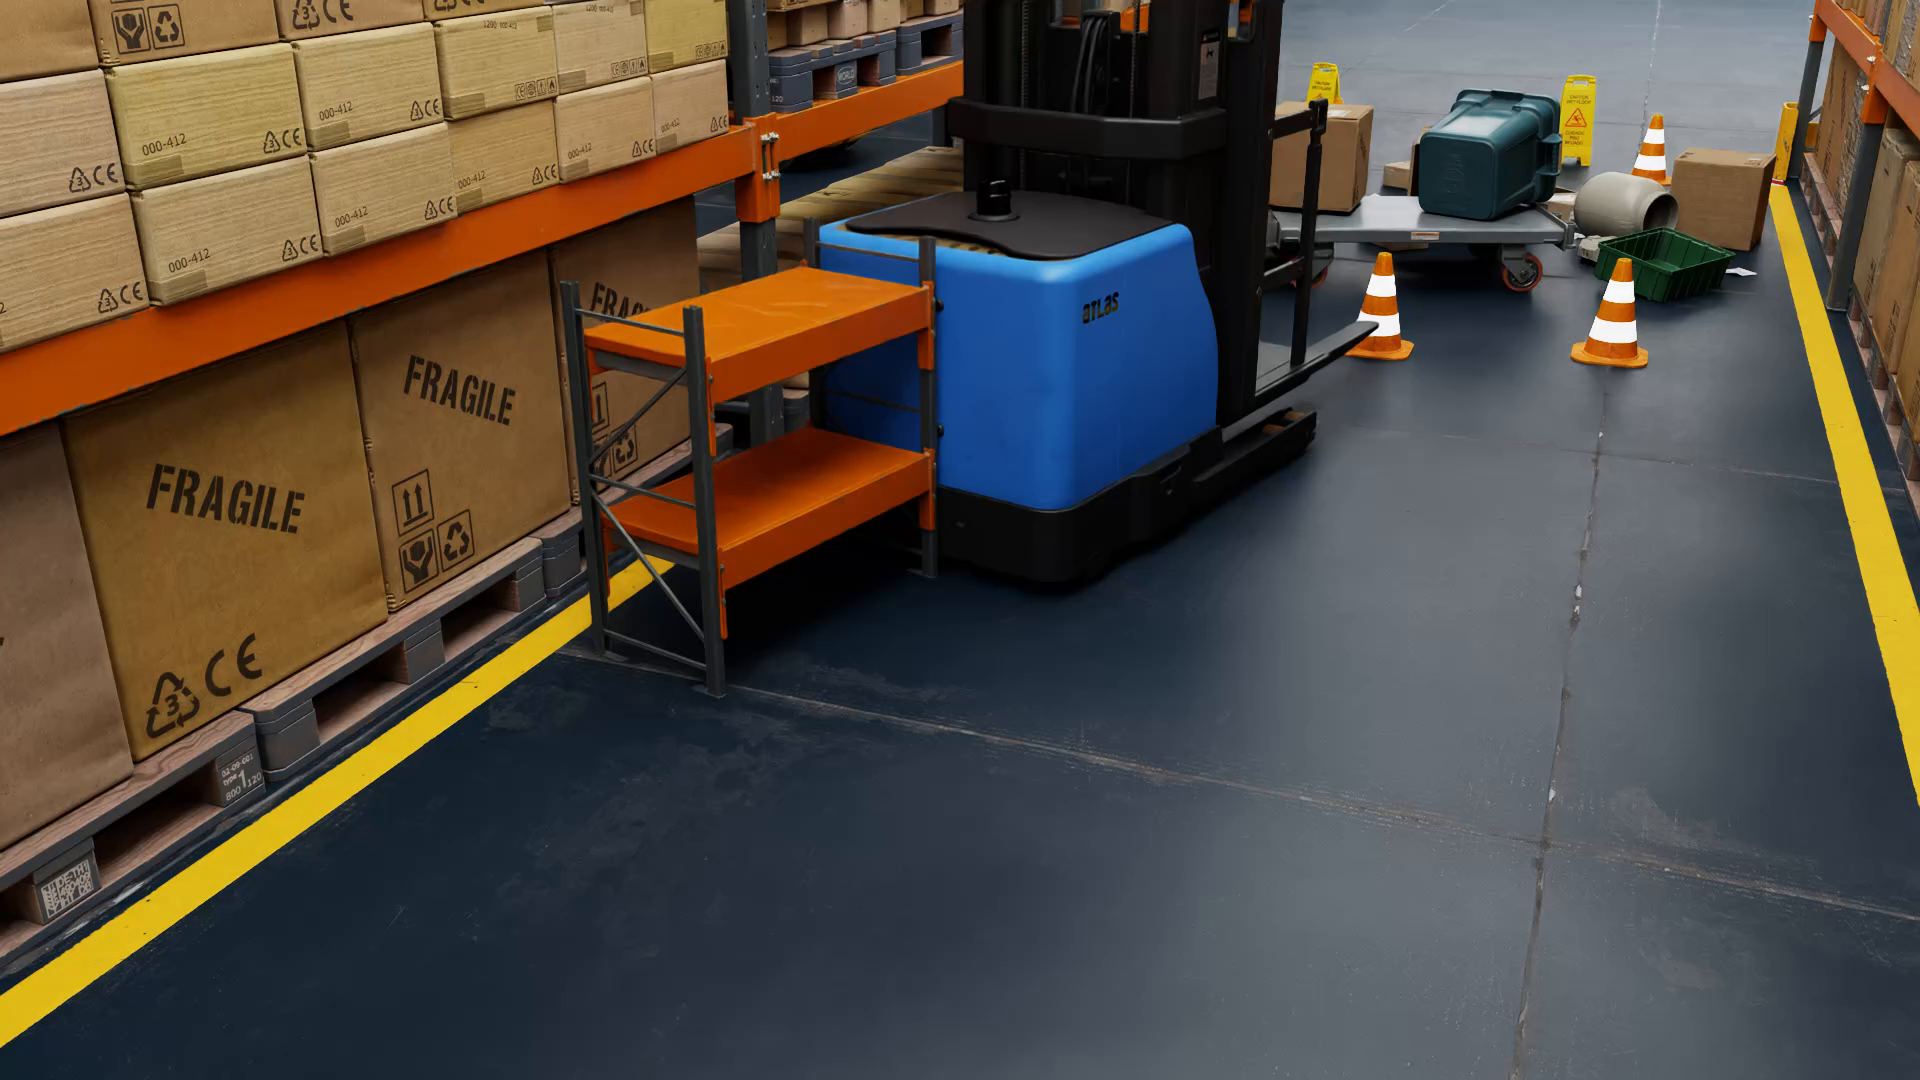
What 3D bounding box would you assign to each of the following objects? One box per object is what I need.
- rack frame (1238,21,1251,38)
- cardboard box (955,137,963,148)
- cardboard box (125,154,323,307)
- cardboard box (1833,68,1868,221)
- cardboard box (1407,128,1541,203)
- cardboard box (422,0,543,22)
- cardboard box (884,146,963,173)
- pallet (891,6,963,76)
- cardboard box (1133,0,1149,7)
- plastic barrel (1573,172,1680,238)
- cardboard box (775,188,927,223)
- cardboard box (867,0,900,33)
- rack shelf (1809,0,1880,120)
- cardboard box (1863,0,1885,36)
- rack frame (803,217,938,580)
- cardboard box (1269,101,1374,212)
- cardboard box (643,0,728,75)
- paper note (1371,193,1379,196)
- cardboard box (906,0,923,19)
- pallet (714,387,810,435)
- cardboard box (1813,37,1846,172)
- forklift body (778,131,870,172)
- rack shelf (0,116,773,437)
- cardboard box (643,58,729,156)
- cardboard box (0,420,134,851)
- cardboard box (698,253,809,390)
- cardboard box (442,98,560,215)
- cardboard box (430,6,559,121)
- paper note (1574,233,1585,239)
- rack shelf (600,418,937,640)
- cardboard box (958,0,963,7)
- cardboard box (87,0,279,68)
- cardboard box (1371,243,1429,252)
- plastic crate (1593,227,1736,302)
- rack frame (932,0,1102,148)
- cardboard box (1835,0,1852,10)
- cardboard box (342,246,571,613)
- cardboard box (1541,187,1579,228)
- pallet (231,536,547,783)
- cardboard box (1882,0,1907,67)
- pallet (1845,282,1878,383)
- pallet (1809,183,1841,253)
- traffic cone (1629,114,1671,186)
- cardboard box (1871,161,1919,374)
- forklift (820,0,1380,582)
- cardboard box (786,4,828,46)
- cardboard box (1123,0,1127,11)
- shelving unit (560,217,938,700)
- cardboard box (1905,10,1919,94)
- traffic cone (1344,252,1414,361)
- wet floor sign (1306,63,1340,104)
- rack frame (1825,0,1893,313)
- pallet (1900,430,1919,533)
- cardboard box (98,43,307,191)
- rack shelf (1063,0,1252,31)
[{"bbox_3d":[1.804,-4.615,12.907,1.000,3.000,0.127,9,24,20],"label":"rack frame"},{"bbox_3d":[0.289,-2.705,10.383,0.500,0.500,0.500,8,24,19],"label":"cardboard box"},{"bbox_3d":[-1.849,-0.738,3.819,0.500,0.250,0.500,9,24,20],"label":"cardboard box"},{"bbox_3d":[5.582,-2.263,9.487,0.875,0.875,0.875,9,24,20],"label":"cardboard box"},{"bbox_3d":[3.163,-2.199,10.185,0.797,0.637,0.503,9,24,20],"label":"cardboard box"},{"bbox_3d":[-1.490,-1.676,4.443,0.500,0.500,0.500,9,24,20],"label":"cardboard box"},{"bbox_3d":[0.126,-1.977,9.455,0.950,0.372,0.625,9,24,21],"label":"cardboard box"},{"bbox_3d":[-0.470,-2.378,7.800,1.003,0.211,1.213,9,24,20],"label":"pallet"},{"bbox_3d":[0.974,-3.415,10.360,0.380,0.149,0.250,10,25,22],"label":"cardboard box"},{"bbox_3d":[3.949,-1.948,9.864,0.421,0.421,0.512,-12,25,-26],"label":"plastic barrel"},{"bbox_3d":[-0.395,-1.470,8.242,0.950,0.372,0.625,10,25,22],"label":"cardboard box"},{"bbox_3d":[-0.472,-2.203,6.913,0.380,0.149,0.250,9,24,20],"label":"cardboard box"},{"bbox_3d":[5.695,-2.895,9.722,1.077,0.370,4.000,9,24,20],"label":"rack shelf"},{"bbox_3d":[5.261,-2.914,8.640,0.875,0.550,0.550,9,24,20],"label":"cardboard box"},{"bbox_3d":[-0.285,-0.449,5.365,0.500,1.125,0.032,15,27,32],"label":"rack frame"},{"bbox_3d":[1.982,-2.135,9.231,0.500,0.500,0.500,9,24,20],"label":"cardboard box"},{"bbox_3d":[-1.111,-1.704,5.484,0.500,0.250,0.500,9,24,20],"label":"cardboard box"},{"bbox_3d":[2.847,-2.334,11.313,0.148,0.019,0.142,19,29,38],"label":"paper note"},{"bbox_3d":[-0.386,-2.407,7.402,0.380,0.149,0.250,10,25,22],"label":"cardboard box"},{"bbox_3d":[-0.876,-0.745,7.259,1.003,0.211,1.213,9,24,20],"label":"pallet"},{"bbox_3d":[6.247,-2.904,11.022,0.875,0.875,0.875,9,24,20],"label":"cardboard box"},{"bbox_3d":[-1.816,-3.993,12.519,2.313,2.155,1.214,9,24,20],"label":"forklift body"},{"bbox_3d":[-1.910,-0.705,4.478,1.077,0.370,4.000,9,24,20],"label":"rack shelf"},{"bbox_3d":[-1.114,-1.465,5.560,0.500,0.250,0.500,8,24,18],"label":"cardboard box"},{"bbox_3d":[-2.497,0.233,3.513,0.875,0.875,0.875,10,25,22],"label":"cardboard box"},{"bbox_3d":[-0.948,-0.934,6.959,0.950,0.372,0.625,7,24,16],"label":"cardboard box"},{"bbox_3d":[-1.491,-1.102,4.691,0.500,0.250,0.500,9,24,20],"label":"cardboard box"},{"bbox_3d":[-1.470,-1.334,4.597,0.500,0.250,0.500,8,24,19],"label":"cardboard box"},{"bbox_3d":[3.757,-1.885,10.234,0.172,0.023,0.155,19,29,38],"label":"paper note"},{"bbox_3d":[-0.579,-0.063,5.077,0.538,0.278,1.000,15,27,32],"label":"rack shelf"},{"bbox_3d":[-0.202,-2.595,7.852,0.380,0.149,0.250,8,24,18],"label":"cardboard box"},{"bbox_3d":[-1.871,-1.310,3.567,0.500,0.500,0.500,8,24,19],"label":"cardboard box"},{"bbox_3d":[2.614,-1.906,9.969,0.258,0.266,0.396,-7,24,-17],"label":"cardboard box"},{"bbox_3d":[3.800,-1.490,8.999,0.662,0.188,0.450,-17,38,-35],"label":"plastic crate"},{"bbox_3d":[0.319,-3.184,9.480,1.000,3.000,0.127,9,24,20],"label":"rack frame"},{"bbox_3d":[5.833,-3.490,10.019,0.875,0.550,0.550,9,24,20],"label":"cardboard box"},{"bbox_3d":[-1.836,-0.412,5.056,0.875,0.875,0.875,9,24,21],"label":"cardboard box"},{"bbox_3d":[3.880,-2.128,10.501,0.396,0.266,0.258,13,26,29],"label":"cardboard box"},{"bbox_3d":[-1.985,0.241,4.899,1.003,0.211,1.213,9,24,20],"label":"pallet"},{"bbox_3d":[4.507,-2.408,7.492,0.500,0.500,0.500,9,24,21],"label":"cardboard box"},{"bbox_3d":[4.735,-0.937,7.720,1.003,0.211,1.213,9,24,20],"label":"pallet"},{"bbox_3d":[5.759,-1.923,10.081,1.003,0.211,1.213,9,24,20],"label":"pallet"},{"bbox_3d":[4.922,-2.785,11.817,0.336,0.463,0.334,9,24,20],"label":"traffic cone"},{"bbox_3d":[4.443,-1.087,6.835,1.050,0.750,0.750,9,24,20],"label":"cardboard box"},{"bbox_3d":[0.753,-1.729,6.086,1.130,2.935,3.031,15,27,32],"label":"forklift"},{"bbox_3d":[-0.738,-2.016,6.466,0.380,0.149,0.250,7,24,17],"label":"cardboard box"},{"bbox_3d":[0.779,-3.232,9.922,0.380,0.149,0.250,10,24,22],"label":"cardboard box"},{"bbox_3d":[-0.579,-0.289,4.982,0.538,1.125,1.048,15,27,32],"label":"shelving unit"},{"bbox_3d":[4.132,-2.048,6.632,0.500,0.500,0.500,9,24,20],"label":"cardboard box"},{"bbox_3d":[1.979,-1.122,7.836,0.336,0.463,0.334,9,24,20],"label":"traffic cone"},{"bbox_3d":[2.868,-3.443,13.157,0.267,0.644,0.232,19,29,38],"label":"wet floor sign"},{"bbox_3d":[4.952,-2.511,7.870,1.000,3.000,0.127,9,24,20],"label":"rack frame"},{"bbox_3d":[3.829,-0.064,5.630,1.003,0.211,1.213,9,24,20],"label":"pallet"},{"bbox_3d":[-1.848,-0.967,3.719,0.500,0.250,0.500,9,24,21],"label":"cardboard box"},{"bbox_3d":[1.061,-3.567,11.332,1.077,0.370,4.000,9,24,20],"label":"rack shelf"}]
